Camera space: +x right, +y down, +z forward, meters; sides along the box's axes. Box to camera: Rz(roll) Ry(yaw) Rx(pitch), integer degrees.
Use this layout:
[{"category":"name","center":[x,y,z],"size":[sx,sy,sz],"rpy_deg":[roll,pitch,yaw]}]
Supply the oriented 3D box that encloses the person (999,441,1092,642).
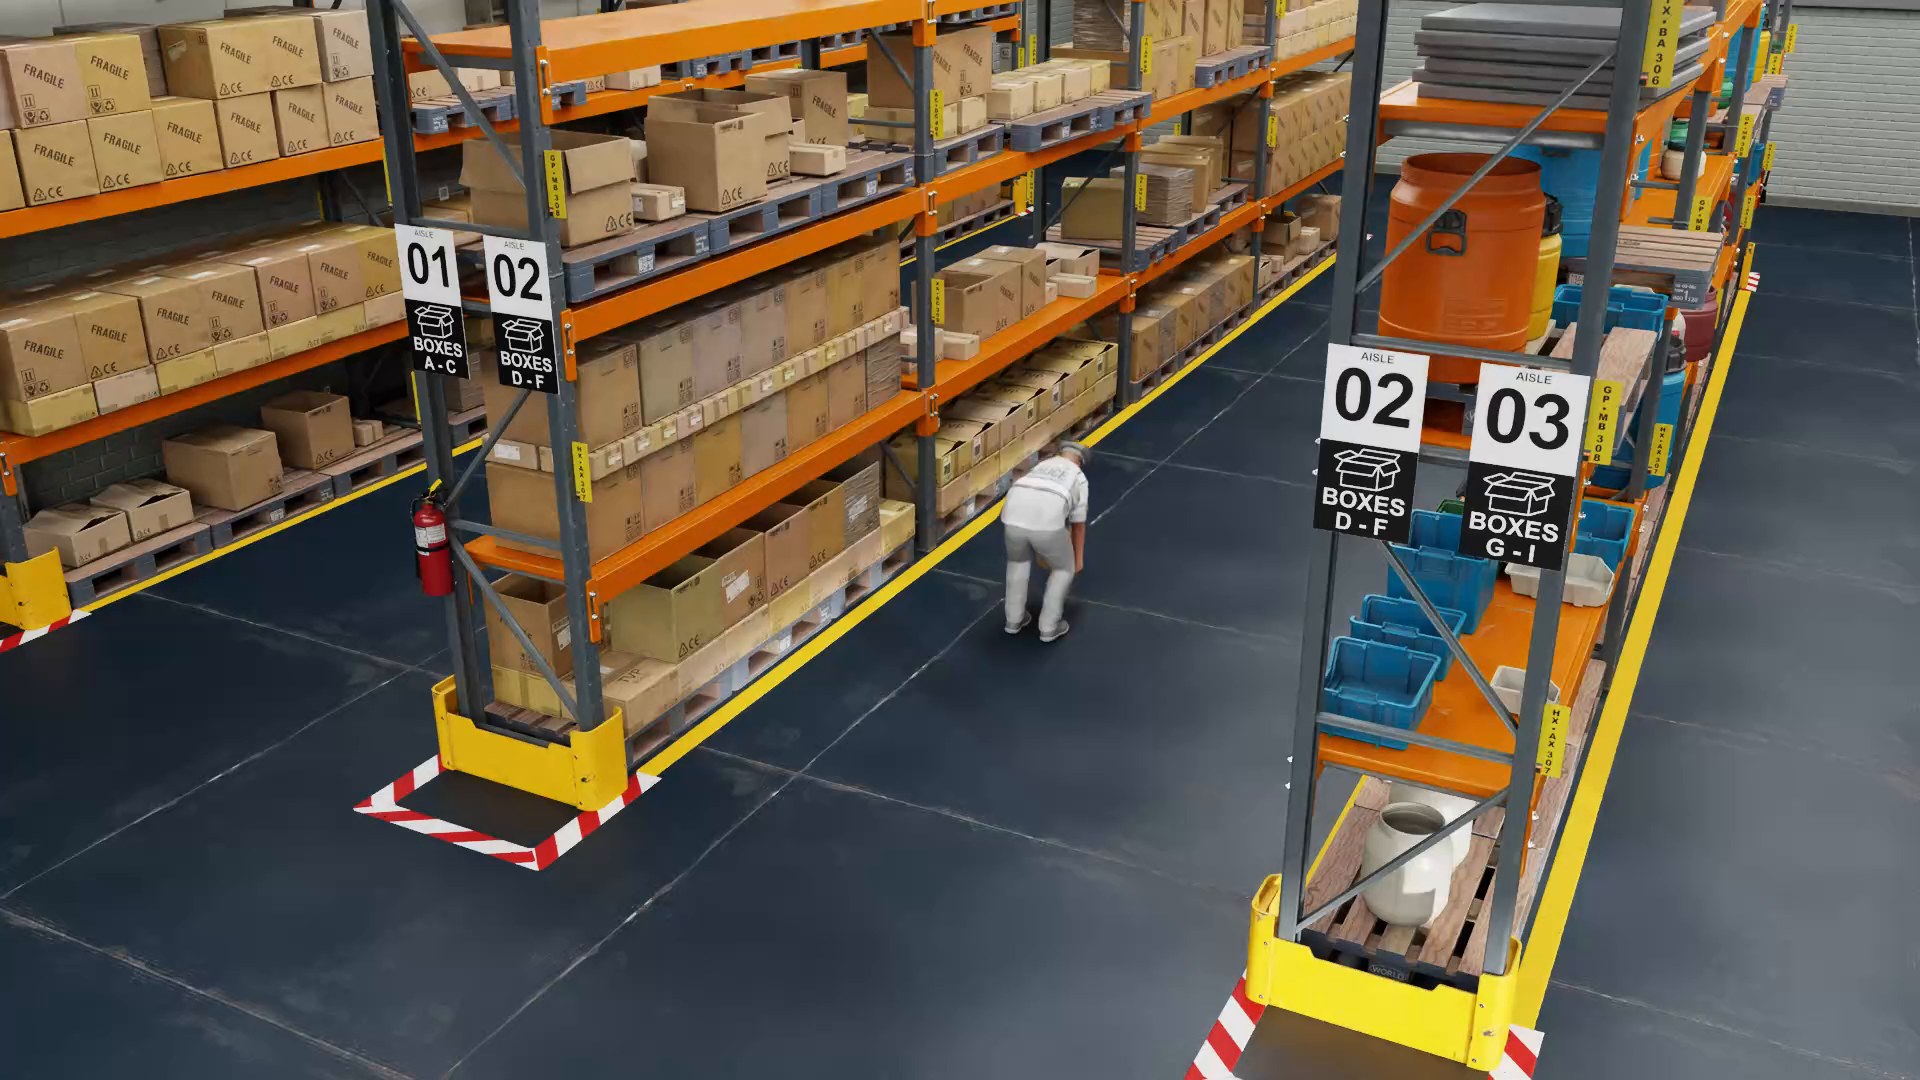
[{"category":"person","center":[0.628,-0.005,11.484],"size":[0.490,1.195,1.038],"rpy_deg":[10,25,23]}]
